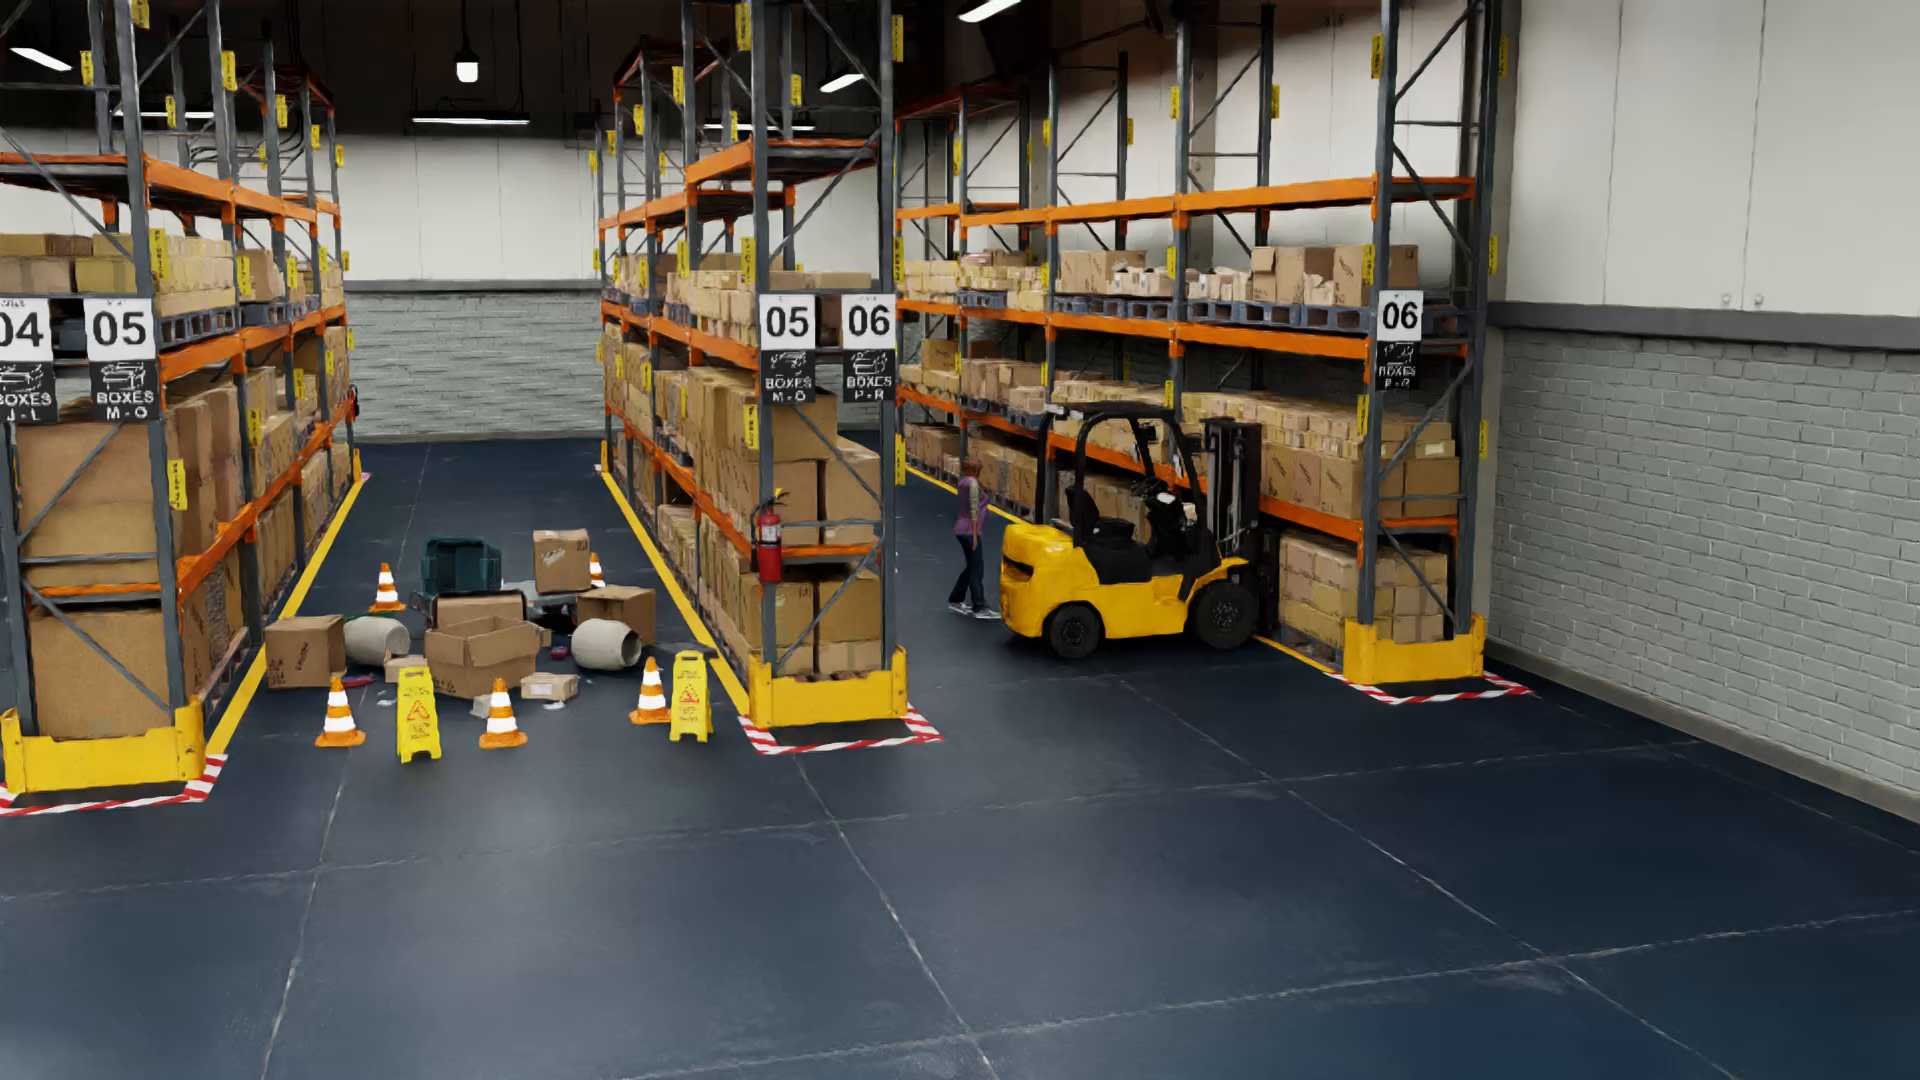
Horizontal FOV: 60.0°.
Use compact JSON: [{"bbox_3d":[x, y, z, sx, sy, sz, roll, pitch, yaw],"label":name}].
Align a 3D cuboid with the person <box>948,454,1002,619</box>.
[{"bbox_3d":[0.145,-0.024,16.210,0.495,1.545,0.550,-1,10,-6],"label":"person"}]
